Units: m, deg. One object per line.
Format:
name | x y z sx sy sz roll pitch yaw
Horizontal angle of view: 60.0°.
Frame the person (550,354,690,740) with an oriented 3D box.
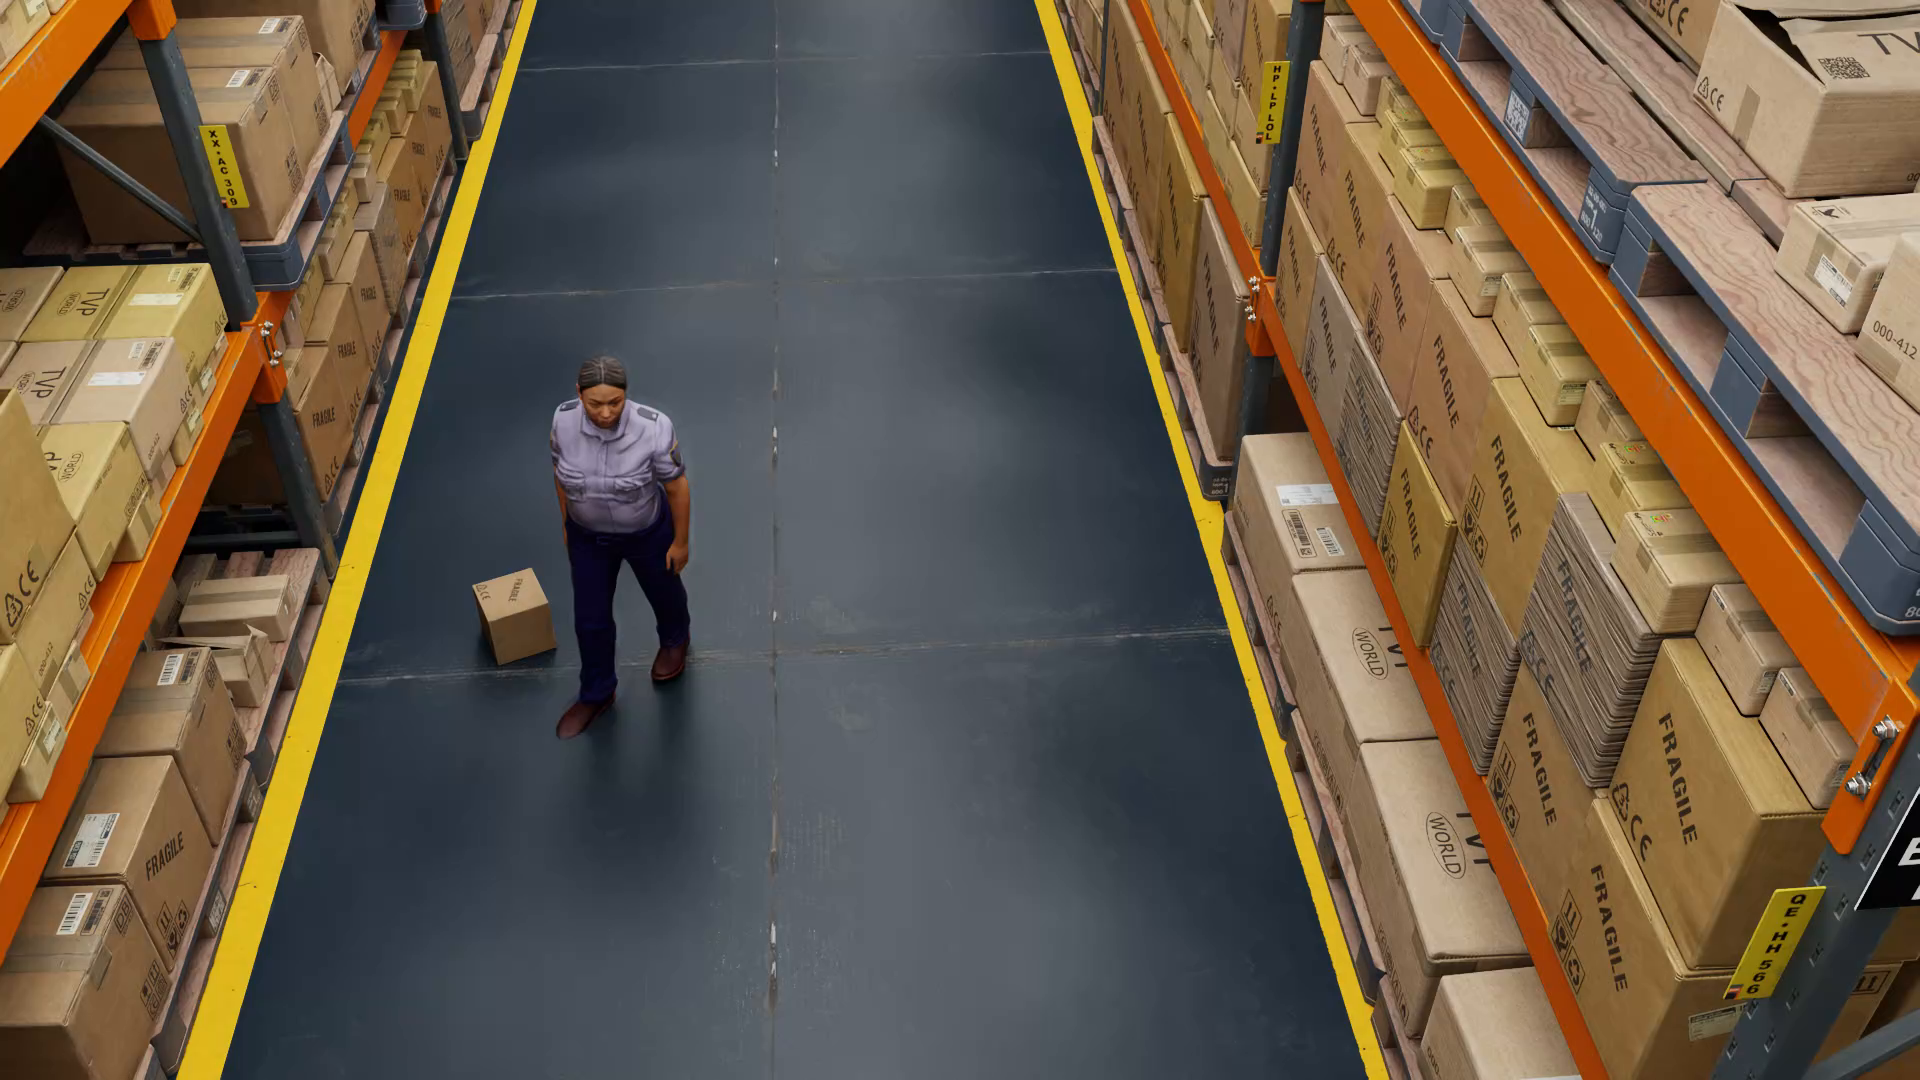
person | -1.280 -0.021 6.217 0.606 1.688 0.604 2 39 2
